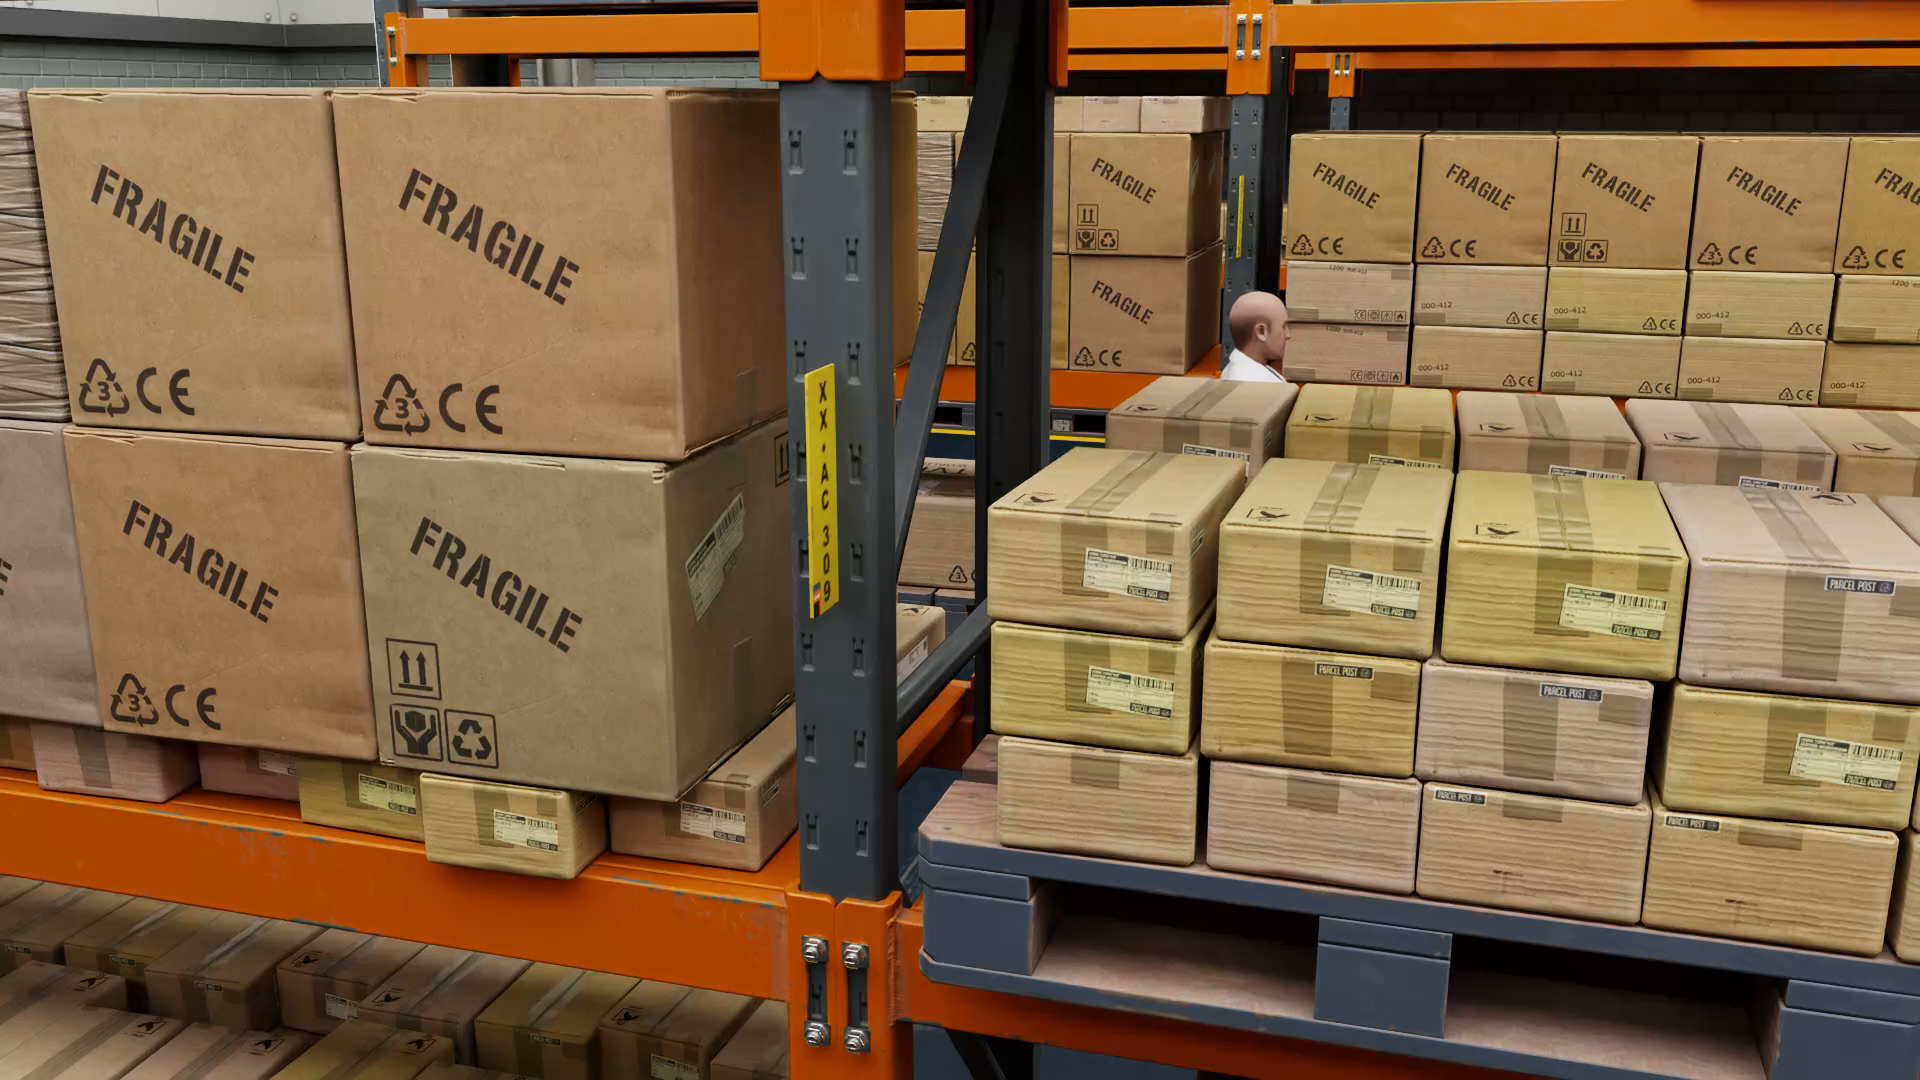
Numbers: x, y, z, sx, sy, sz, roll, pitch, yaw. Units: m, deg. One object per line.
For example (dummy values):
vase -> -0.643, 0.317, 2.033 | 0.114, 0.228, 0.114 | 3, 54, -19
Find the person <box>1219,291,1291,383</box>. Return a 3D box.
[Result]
person -> 1.102, -0.022, 6.168 | 0.412, 1.790, 0.558 | 1, 15, 4
